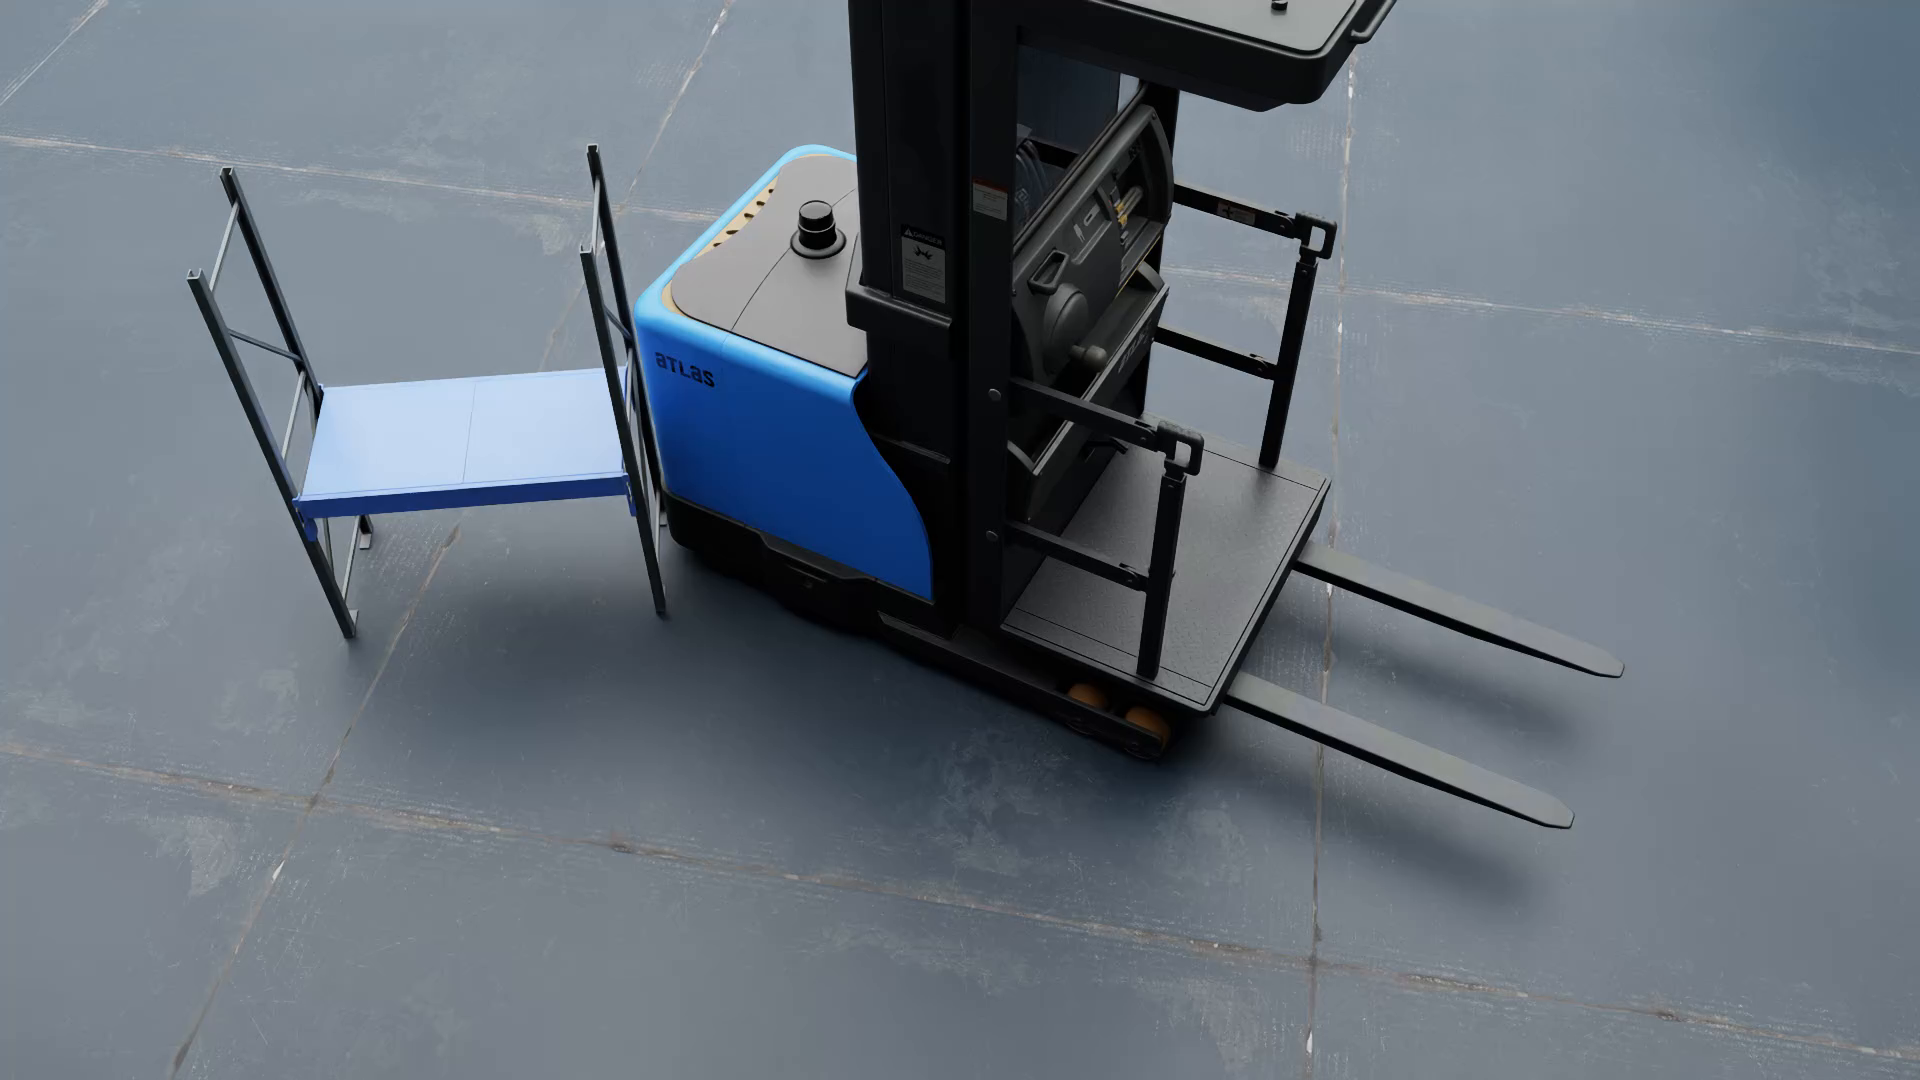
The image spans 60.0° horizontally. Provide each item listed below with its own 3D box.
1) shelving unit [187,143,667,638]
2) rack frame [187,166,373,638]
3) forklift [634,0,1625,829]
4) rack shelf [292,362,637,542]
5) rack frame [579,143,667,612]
[{"bbox_3d":[-1.528,-0.406,5.107,1.048,1.500,0.538,-5,48,-4],"label":"shelving unit"},{"bbox_3d":[-2.034,-0.366,5.071,0.032,1.500,0.500,-5,48,-4],"label":"rack frame"},{"bbox_3d":[0.551,-0.761,4.463,3.031,2.935,1.130,22,52,18],"label":"forklift"},{"bbox_3d":[-1.528,-0.286,5.241,1.000,0.185,0.538,-5,48,-4],"label":"rack shelf"},{"bbox_3d":[-1.023,-0.447,5.143,0.032,1.500,0.500,-5,48,-4],"label":"rack frame"}]
